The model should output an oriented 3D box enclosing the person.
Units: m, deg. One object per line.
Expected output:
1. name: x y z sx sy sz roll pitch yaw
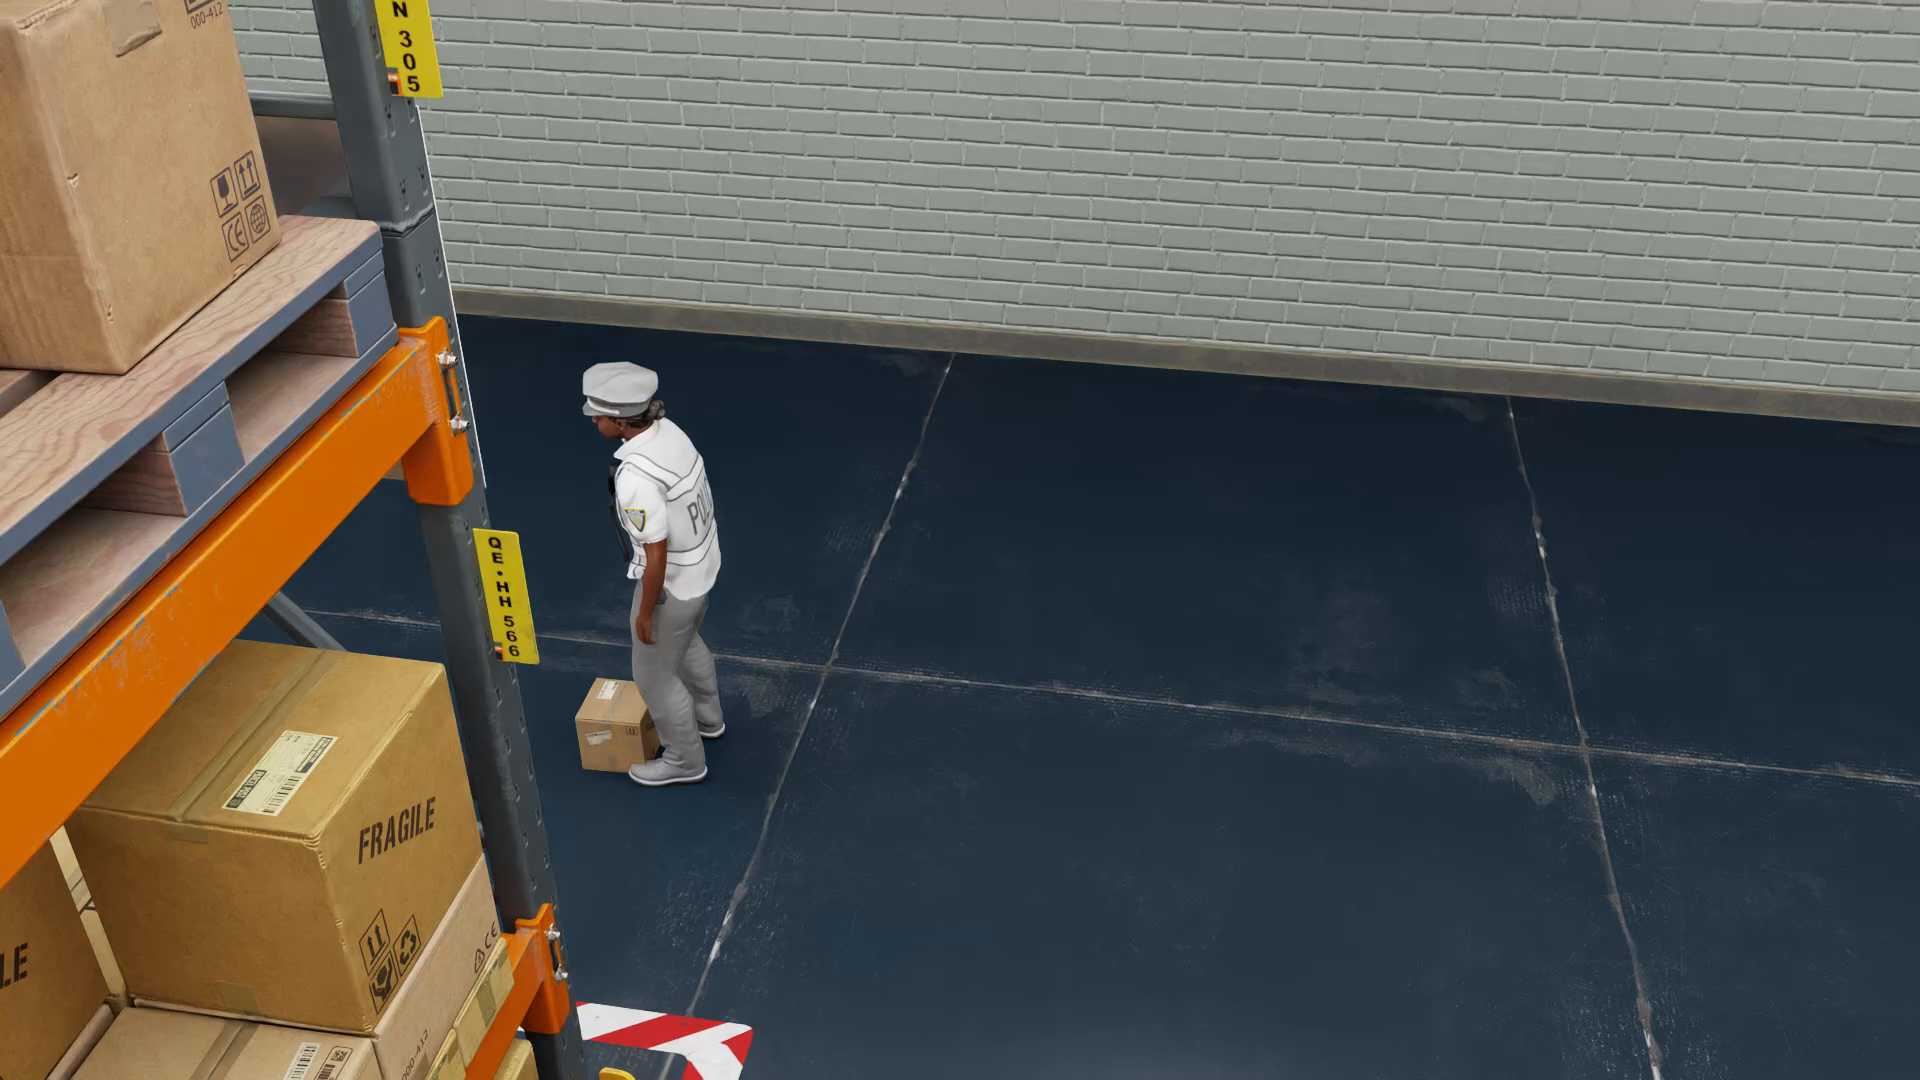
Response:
1. person: -1.055 0.133 5.931 0.395 1.657 0.521 4 33 6
